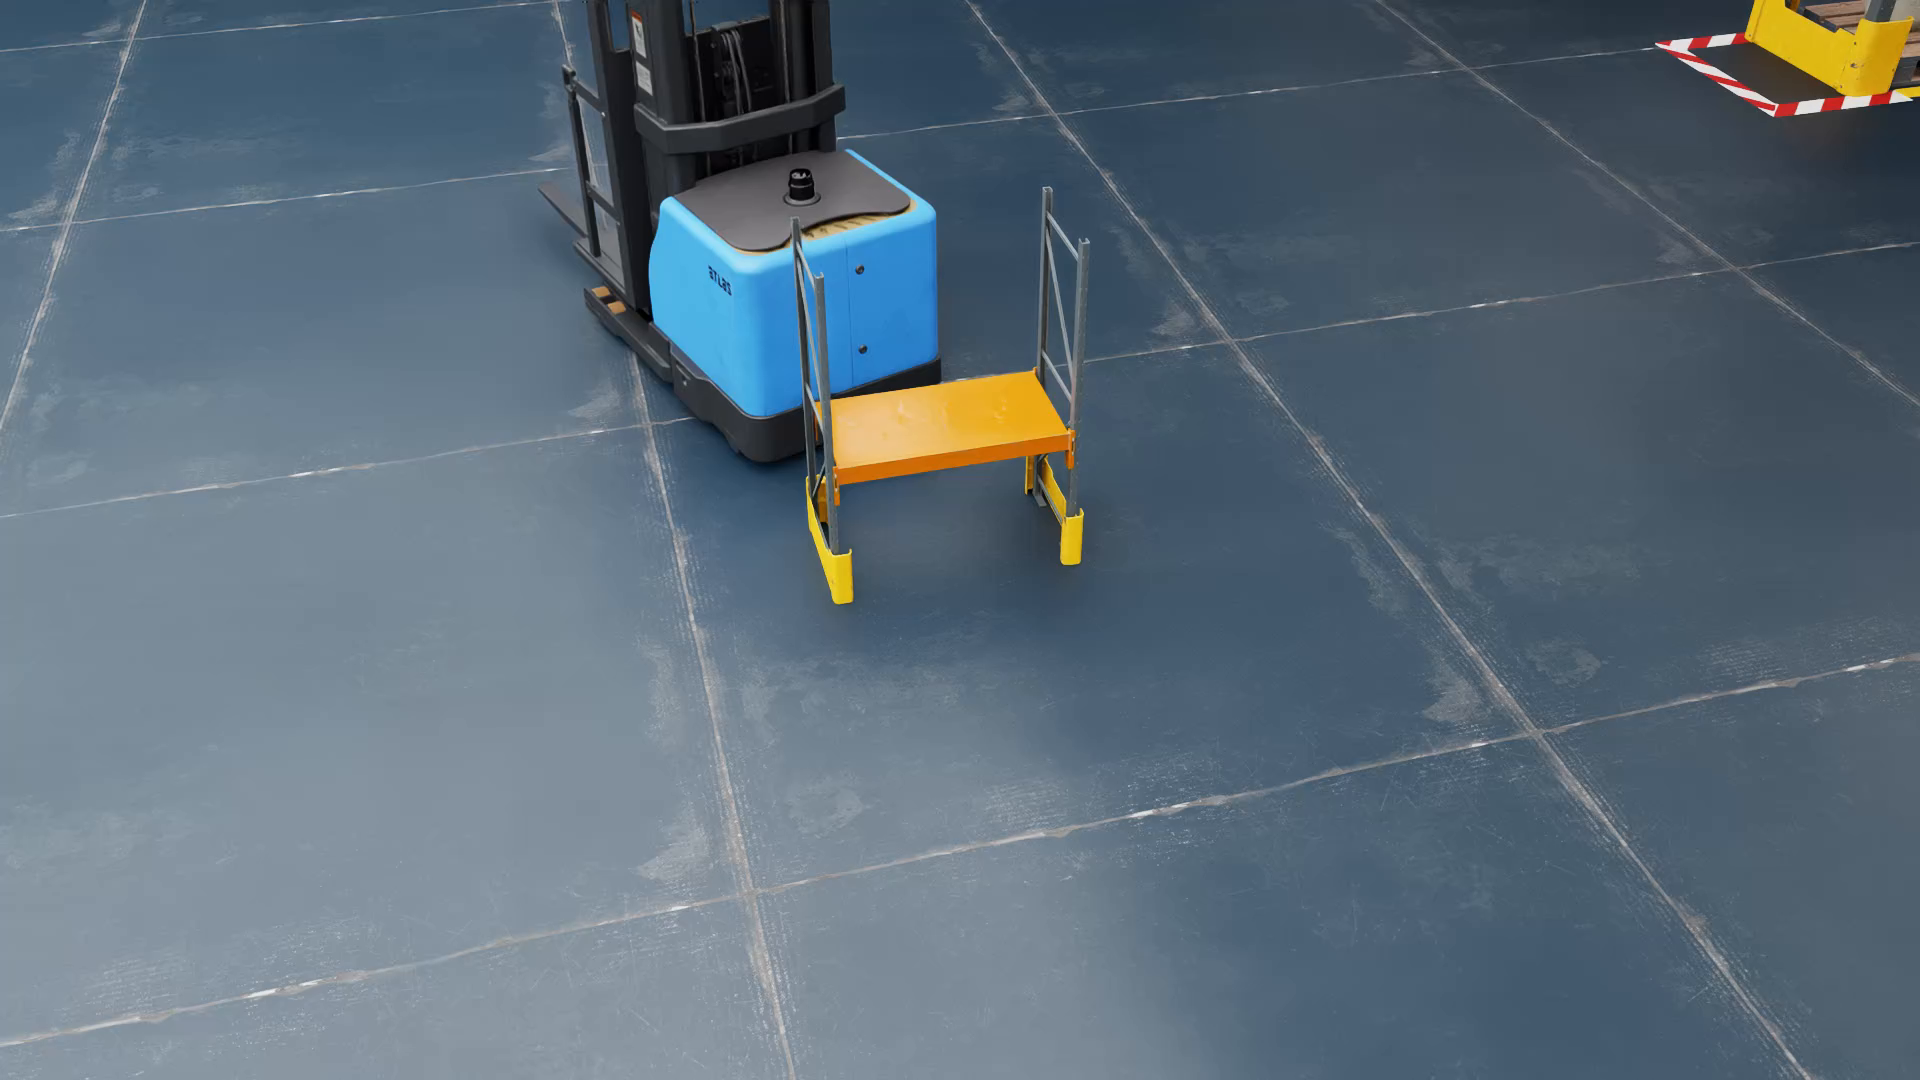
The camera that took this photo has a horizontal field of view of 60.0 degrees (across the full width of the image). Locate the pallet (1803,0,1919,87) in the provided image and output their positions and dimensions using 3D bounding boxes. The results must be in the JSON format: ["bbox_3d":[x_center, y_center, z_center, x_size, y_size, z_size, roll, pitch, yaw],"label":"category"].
[{"bbox_3d":[6.740,-3.534,11.697,1.213,0.211,1.003,-9,38,-12],"label":"pallet"}]

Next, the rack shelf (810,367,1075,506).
[{"bbox_3d":[-0.082,-0.439,6.886,1.000,0.185,0.538,-9,38,-12],"label":"rack shelf"}]

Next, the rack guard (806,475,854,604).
[{"bbox_3d":[-0.554,-0.008,7.055,0.087,0.250,0.587,-9,38,-12],"label":"rack guard"}]

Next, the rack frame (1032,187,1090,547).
[{"bbox_3d":[0.408,-0.663,6.882,0.032,1.500,0.500,-9,38,-12],"label":"rack frame"}]

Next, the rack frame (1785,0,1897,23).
[{"bbox_3d":[5.893,-4.477,10.633,0.127,3.000,1.000,-9,38,-12],"label":"rack frame"}]

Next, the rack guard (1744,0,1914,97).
[{"bbox_3d":[5.954,-3.523,11.445,0.348,0.500,1.175,-9,38,-12],"label":"rack guard"}]

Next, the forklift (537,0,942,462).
[{"bbox_3d":[-1.319,-2.380,7.949,1.130,2.935,3.031,-22,42,-26],"label":"forklift"}]

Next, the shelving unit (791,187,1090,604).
[{"bbox_3d":[-0.074,-0.584,6.779,1.083,1.500,0.587,-9,38,-12],"label":"shelving unit"}]

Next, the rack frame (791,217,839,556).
[{"bbox_3d":[-0.573,-0.502,6.671,0.032,1.500,0.500,-9,38,-12],"label":"rack frame"}]

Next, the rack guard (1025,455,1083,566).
[{"bbox_3d":[0.407,-0.166,7.261,0.087,0.250,0.587,-9,38,-12],"label":"rack guard"}]

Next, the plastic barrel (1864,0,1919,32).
[{"bbox_3d":[6.508,-3.804,11.457,0.421,0.512,0.421,0,37,0],"label":"plastic barrel"}]
